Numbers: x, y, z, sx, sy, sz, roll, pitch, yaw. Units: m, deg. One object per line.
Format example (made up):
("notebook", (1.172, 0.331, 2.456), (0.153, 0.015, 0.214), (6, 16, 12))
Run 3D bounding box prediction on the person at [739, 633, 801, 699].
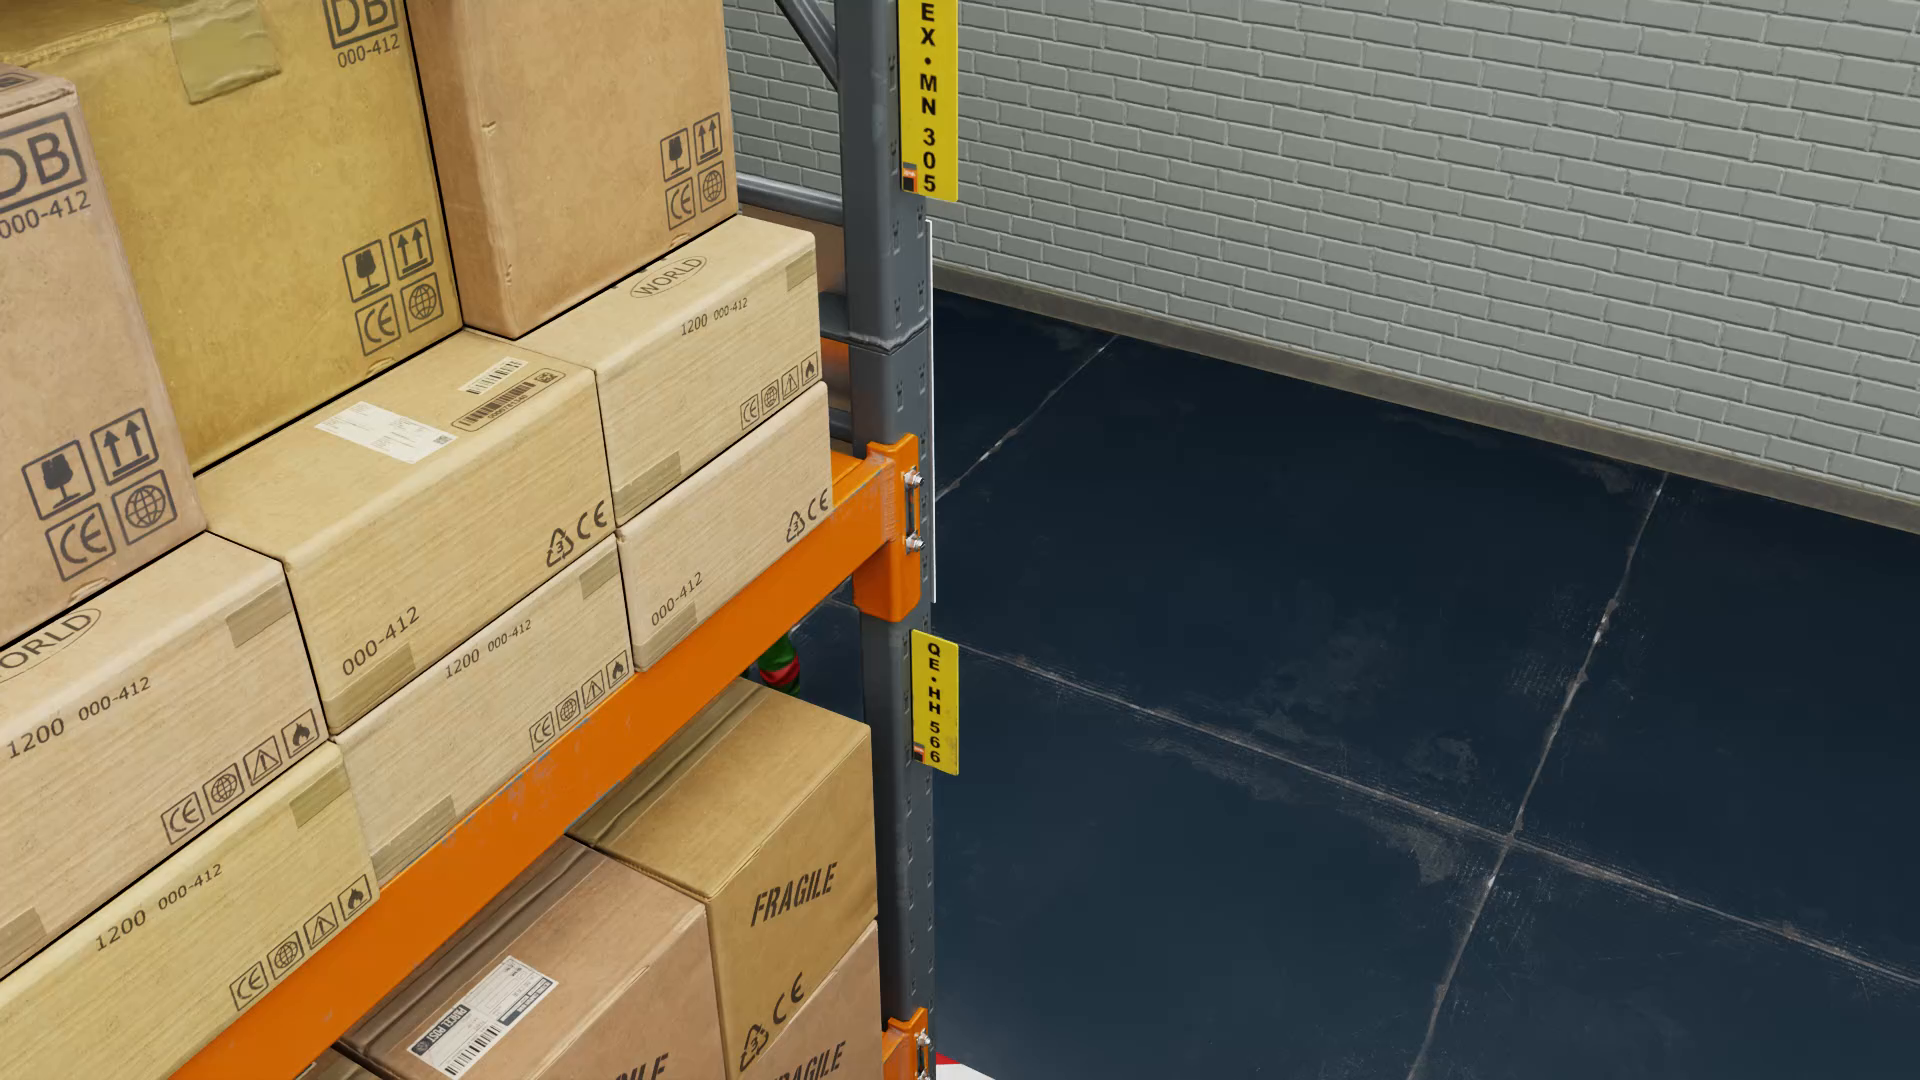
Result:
("person", (-0.813, -0.033, 6.127), (0.529, 1.715, 0.361), (18, 38, 25))
